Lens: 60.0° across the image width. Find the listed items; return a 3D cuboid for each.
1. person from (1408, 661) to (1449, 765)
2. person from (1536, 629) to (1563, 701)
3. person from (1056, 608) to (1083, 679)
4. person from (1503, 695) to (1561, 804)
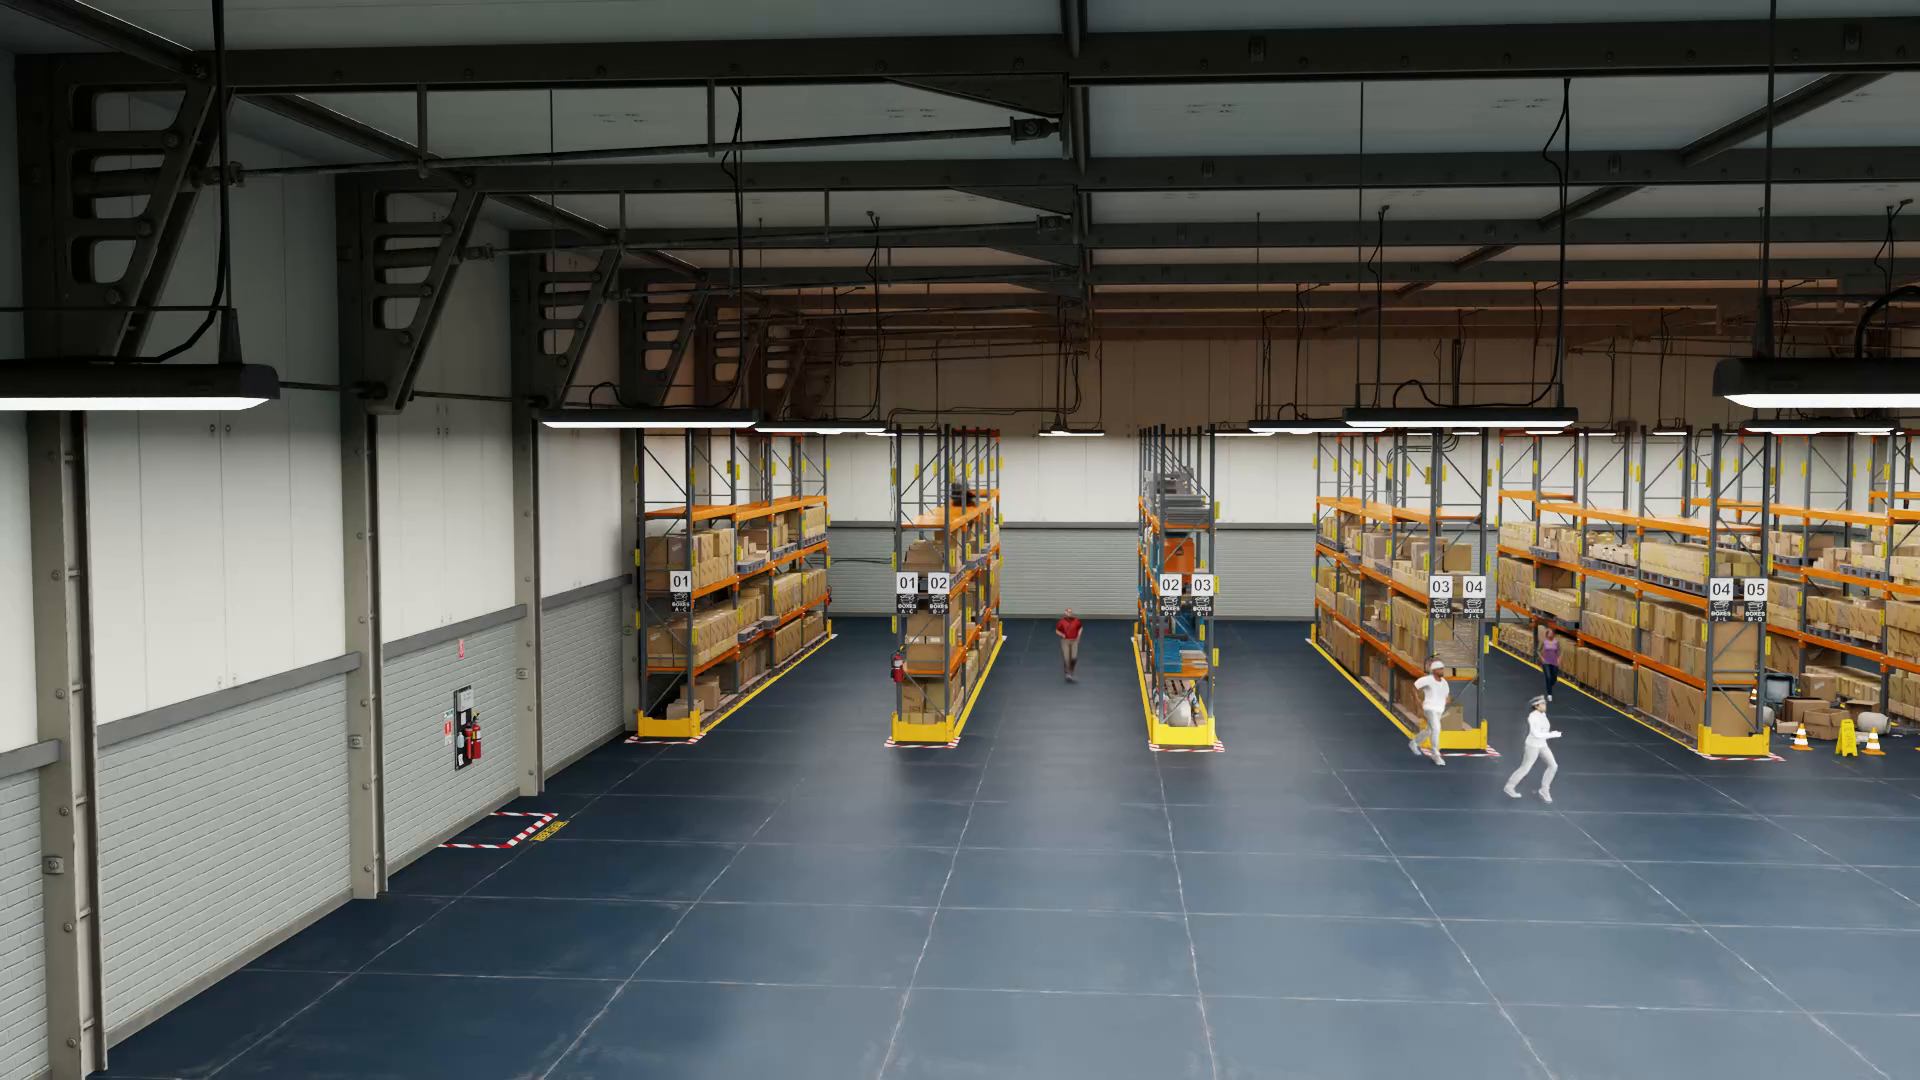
[{"bbox_3d":[8.440,3.054,29.660,0.743,1.786,0.921,-2,4,-35],"label":"person"},{"bbox_3d":[12.966,2.720,36.582,0.557,1.566,0.609,1,4,11],"label":"person"},{"bbox_3d":[2.624,2.469,39.597,0.672,1.683,0.577,0,3,-5],"label":"person"},{"bbox_3d":[9.061,3.260,26.216,0.866,1.682,0.622,3,4,39],"label":"person"}]
